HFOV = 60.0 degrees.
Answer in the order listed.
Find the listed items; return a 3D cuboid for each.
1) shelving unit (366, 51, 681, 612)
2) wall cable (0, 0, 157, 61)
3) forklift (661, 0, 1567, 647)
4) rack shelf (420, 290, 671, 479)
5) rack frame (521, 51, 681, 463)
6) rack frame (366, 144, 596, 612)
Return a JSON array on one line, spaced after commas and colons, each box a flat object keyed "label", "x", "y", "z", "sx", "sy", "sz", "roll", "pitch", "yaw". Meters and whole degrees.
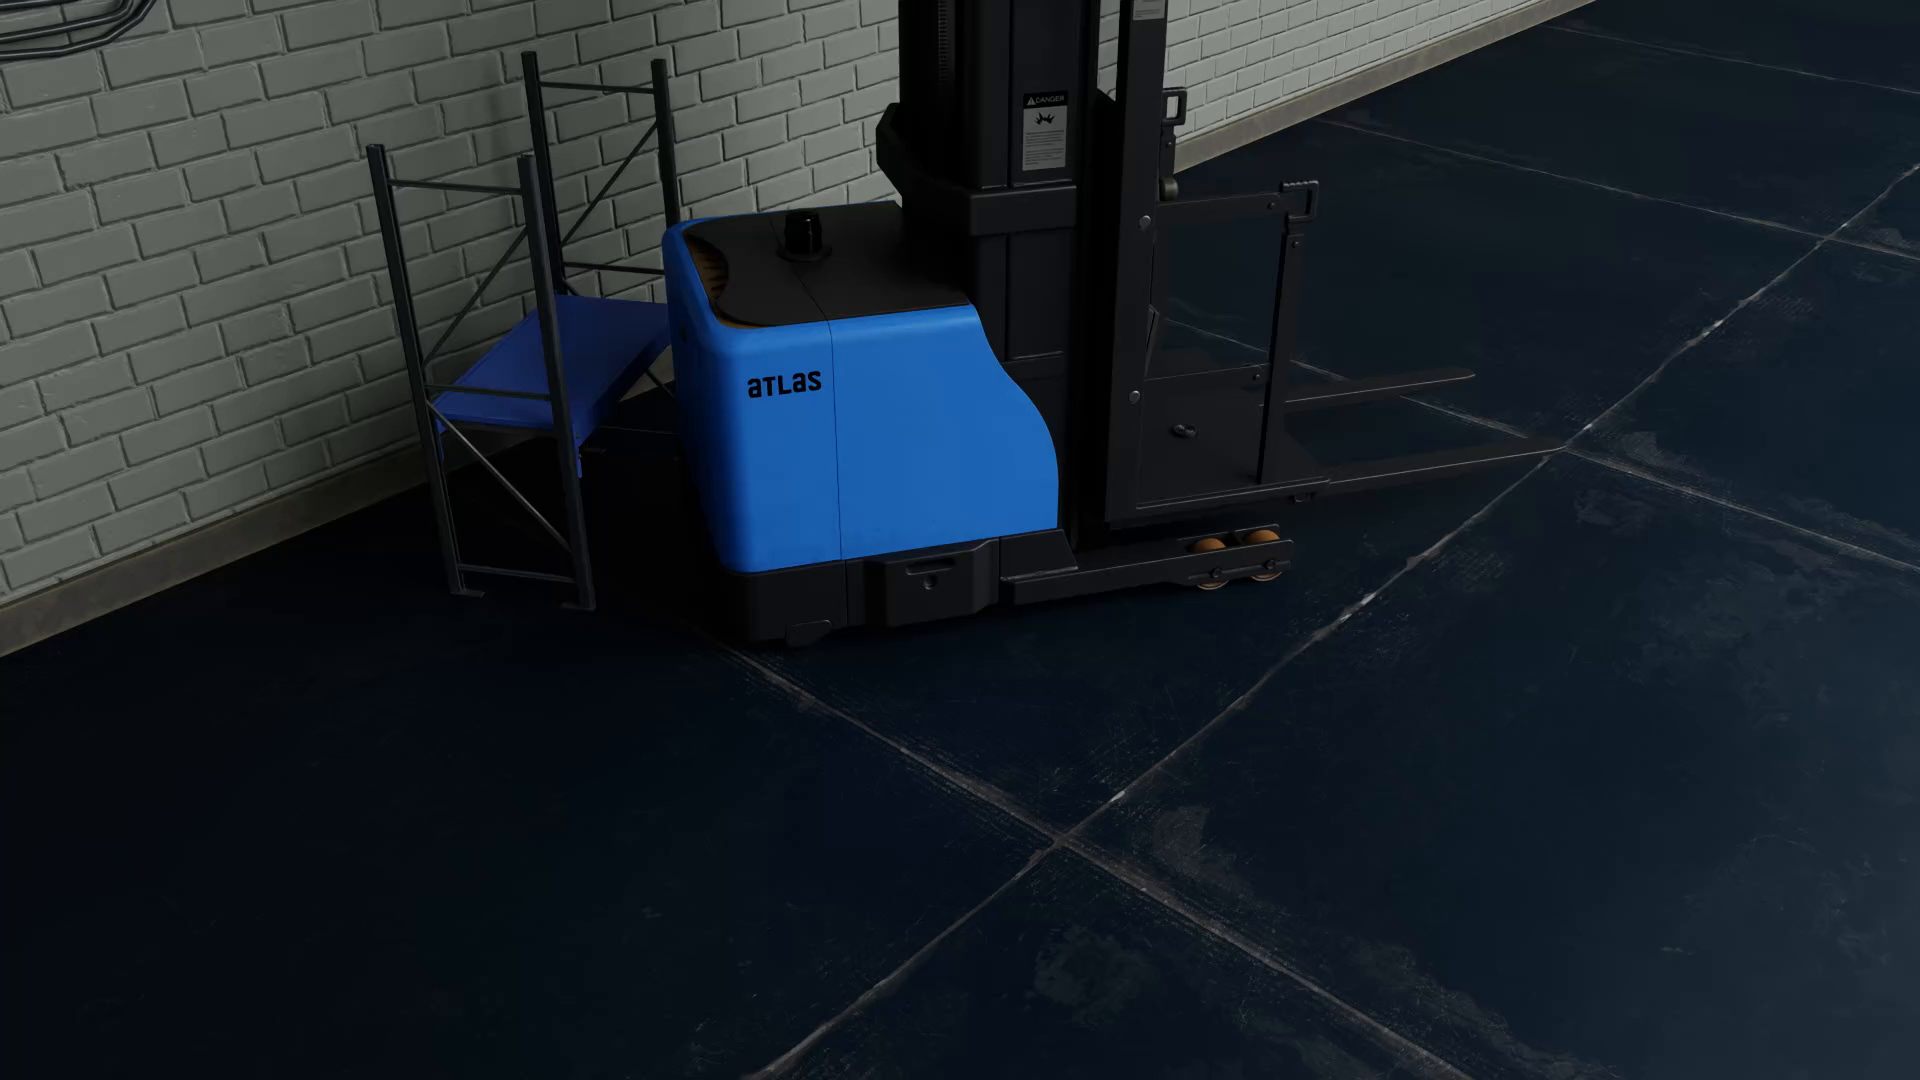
[{"label": "shelving unit", "x": -1.320, "y": -0.701, "z": 5.461, "sx": 0.538, "sy": 1.500, "sz": 1.048, "roll": 6, "pitch": 32, "yaw": 10}, {"label": "wall cable", "x": -3.252, "y": -1.981, "z": 3.327, "sx": 0.112, "sy": 2.526, "sz": 3.097, "roll": 25, "pitch": 39, "yaw": 35}, {"label": "forklift", "x": 0.598, "y": -1.345, "z": 5.142, "sx": 3.031, "sy": 2.935, "sz": 1.130, "roll": -8, "pitch": 32, "yaw": -14}, {"label": "rack shelf", "x": -1.320, "y": -0.547, "z": 5.554, "sx": 0.538, "sy": 0.185, "sz": 1.000, "roll": 6, "pitch": 32, "yaw": 10}, {"label": "rack frame", "x": -1.214, "y": -0.958, "z": 5.887, "sx": 0.500, "sy": 1.500, "sz": 0.032, "roll": 6, "pitch": 32, "yaw": 10}, {"label": "rack frame", "x": -1.426, "y": -0.445, "z": 5.035, "sx": 0.500, "sy": 1.500, "sz": 0.032, "roll": 6, "pitch": 32, "yaw": 10}]
